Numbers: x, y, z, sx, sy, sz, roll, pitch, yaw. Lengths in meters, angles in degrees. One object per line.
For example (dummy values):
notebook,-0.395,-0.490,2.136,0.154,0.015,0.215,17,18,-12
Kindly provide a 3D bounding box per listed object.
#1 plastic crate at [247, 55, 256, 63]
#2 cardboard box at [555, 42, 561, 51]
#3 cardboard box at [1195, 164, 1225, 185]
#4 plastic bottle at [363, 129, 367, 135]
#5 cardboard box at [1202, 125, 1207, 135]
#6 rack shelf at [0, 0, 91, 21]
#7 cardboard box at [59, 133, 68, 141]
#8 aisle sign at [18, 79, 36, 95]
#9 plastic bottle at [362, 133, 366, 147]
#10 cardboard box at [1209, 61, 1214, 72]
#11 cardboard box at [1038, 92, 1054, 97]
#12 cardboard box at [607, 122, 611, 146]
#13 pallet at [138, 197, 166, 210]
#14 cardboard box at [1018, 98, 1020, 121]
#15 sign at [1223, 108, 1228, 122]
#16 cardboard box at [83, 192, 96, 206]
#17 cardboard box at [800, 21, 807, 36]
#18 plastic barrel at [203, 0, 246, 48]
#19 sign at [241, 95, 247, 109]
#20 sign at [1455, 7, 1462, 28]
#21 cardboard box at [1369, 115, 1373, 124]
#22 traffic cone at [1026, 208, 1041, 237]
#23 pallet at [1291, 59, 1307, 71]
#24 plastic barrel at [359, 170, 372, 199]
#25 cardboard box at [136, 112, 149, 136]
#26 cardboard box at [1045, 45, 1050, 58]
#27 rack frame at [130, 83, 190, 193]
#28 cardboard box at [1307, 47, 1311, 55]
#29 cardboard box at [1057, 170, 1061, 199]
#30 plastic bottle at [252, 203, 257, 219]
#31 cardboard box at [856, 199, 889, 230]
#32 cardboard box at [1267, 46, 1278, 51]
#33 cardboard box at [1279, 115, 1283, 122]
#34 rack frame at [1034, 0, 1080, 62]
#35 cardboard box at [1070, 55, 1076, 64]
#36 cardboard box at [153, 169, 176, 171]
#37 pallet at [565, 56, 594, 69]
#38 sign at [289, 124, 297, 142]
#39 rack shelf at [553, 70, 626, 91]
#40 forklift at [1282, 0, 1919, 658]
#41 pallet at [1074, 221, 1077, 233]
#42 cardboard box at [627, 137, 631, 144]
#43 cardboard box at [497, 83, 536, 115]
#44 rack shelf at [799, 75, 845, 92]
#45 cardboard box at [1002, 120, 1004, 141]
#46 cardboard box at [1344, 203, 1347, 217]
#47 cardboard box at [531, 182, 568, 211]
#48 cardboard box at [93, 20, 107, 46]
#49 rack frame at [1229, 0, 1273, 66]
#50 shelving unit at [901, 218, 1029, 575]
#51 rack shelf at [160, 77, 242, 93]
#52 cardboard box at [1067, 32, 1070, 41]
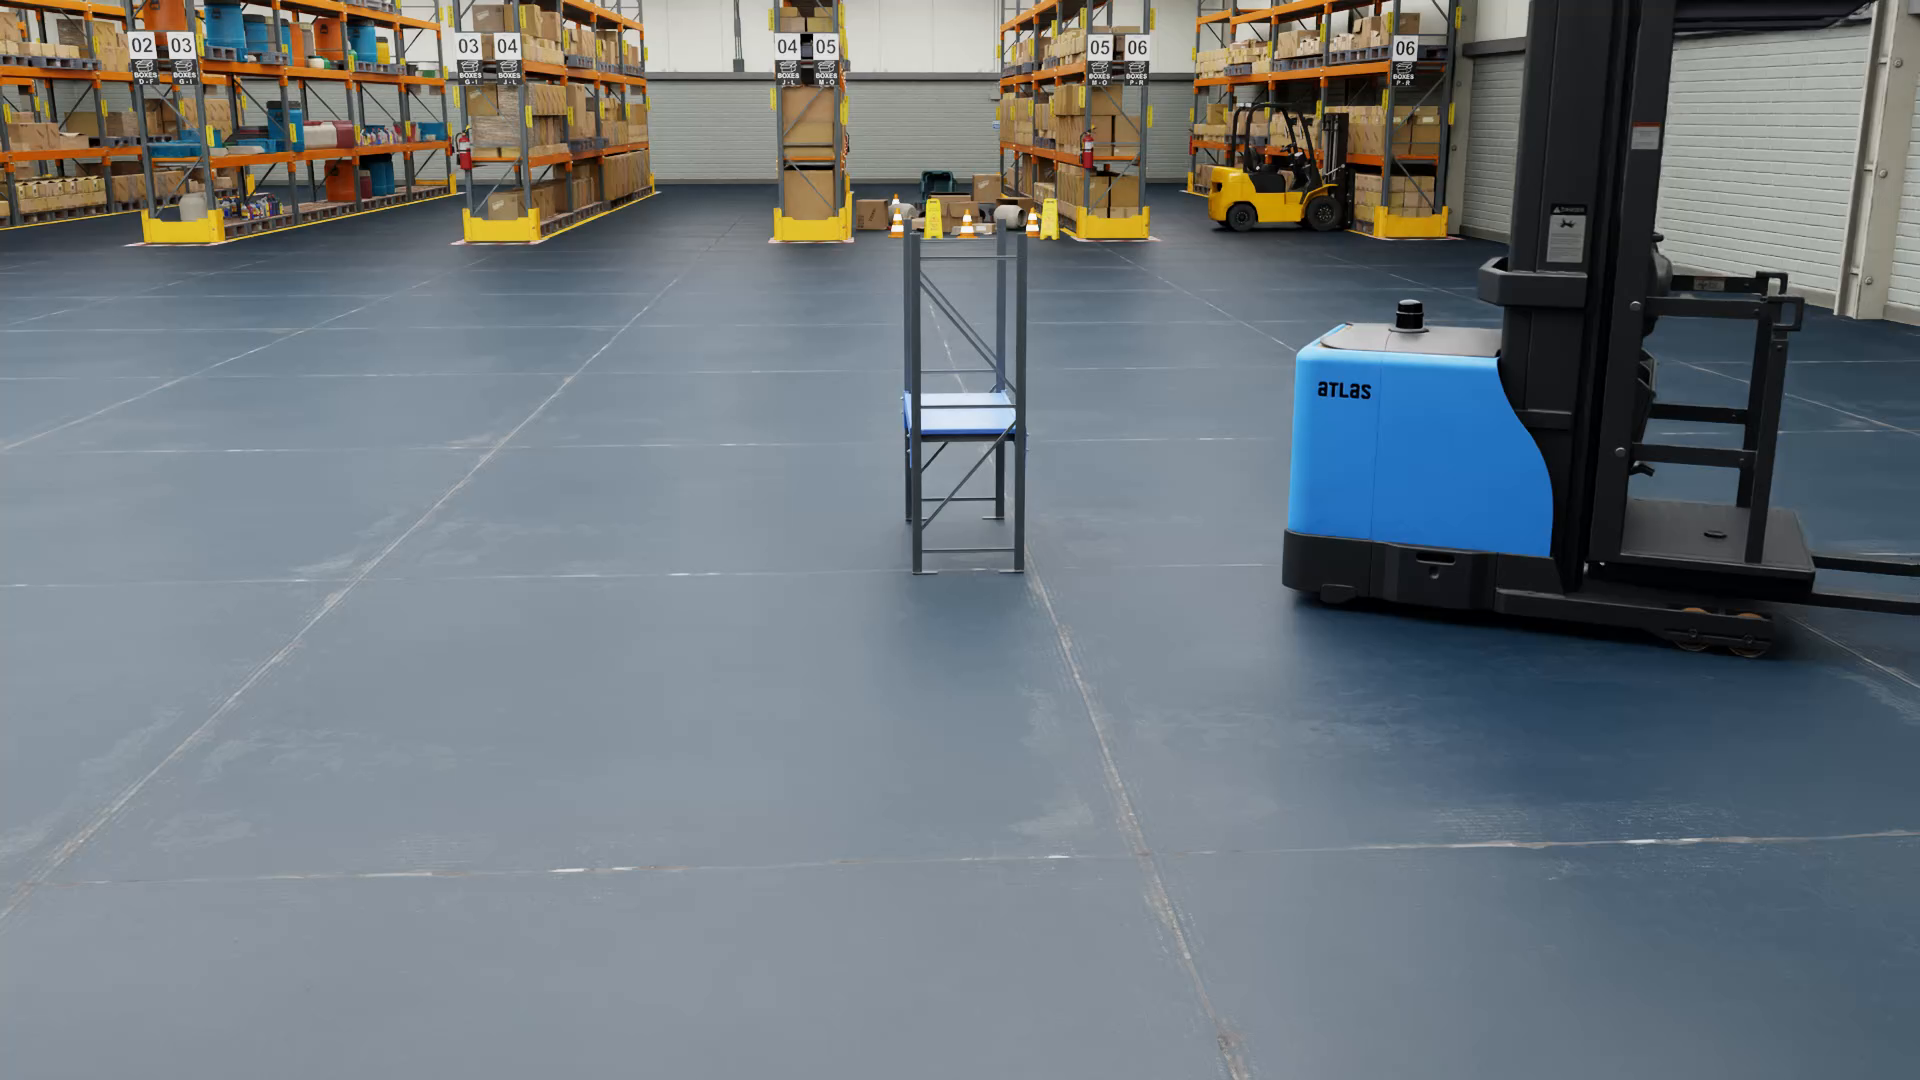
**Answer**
plastic crate,-12.058,-8.123,28.088,0.243,0.136,0.396,-1,14,-3
cardboard box,-7.309,-8.765,29.552,0.380,0.149,0.250,0,14,-2
cardboard box,6.427,-9.324,42.411,0.797,0.503,0.637,-1,15,-6
plastic bottle,-12.748,-8.624,35.623,0.144,0.351,0.185,-1,14,-3
cardboard box,6.309,-10.186,41.299,0.500,0.250,0.500,-1,14,-4
rack shelf,-17.629,-9.976,30.988,1.077,0.370,4.000,-1,14,-3
cardboard box,-17.891,-7.842,32.664,0.500,0.311,0.500,-1,14,-4
aisle sign,-22.897,-11.304,40.725,0.394,0.787,0.004,-1,14,-3
plastic bottle,-12.504,-8.391,34.855,0.061,0.283,0.133,-1,14,-3
cardboard box,6.365,-11.510,40.427,0.500,0.250,0.500,-1,14,-4
cardboard box,2.017,-10.340,38.684,0.380,0.149,0.250,-1,14,-4
cardboard box,-7.658,-8.564,35.092,0.500,0.500,0.500,-1,14,-5
pallet,-17.834,-7.249,35.777,1.003,0.211,1.213,-1,14,-3
cardboard box,1.577,-9.703,37.511,0.500,0.500,0.500,-1,14,-4
sign,6.191,-9.897,38.735,0.100,0.325,0.005,-1,14,-3
cardboard box,-17.441,-6.727,32.828,0.500,0.250,0.500,-1,14,-4
cardboard box,-2.752,-8.342,27.070,0.500,0.250,0.500,-1,14,-3
plastic barrel,-12.606,-8.841,28.499,0.600,0.901,0.708,-1,14,-3
sign,-17.693,-10.818,41.092,0.100,0.325,0.005,-1,14,-3
sign,8.030,-8.425,26.818,0.100,0.325,0.005,-1,14,-3
cardboard box,7.170,-7.138,28.248,0.380,0.149,0.250,-1,14,-4
traffic cone,1.207,-5.284,27.636,0.336,0.463,0.334,-1,14,-3
pallet,7.183,-9.409,32.934,1.003,0.211,1.213,0,14,-1
plastic barrel,-12.926,-7.624,35.634,0.600,0.588,0.708,-1,14,-3
cardboard box,-17.830,-8.919,35.627,0.700,0.500,0.500,-5,15,-18
cardboard box,2.074,-9.681,33.412,0.700,0.500,0.500,-1,14,-3
rack frame,-18.001,-9.105,37.396,1.000,3.000,0.127,-1,14,-3
cardboard box,6.856,-9.350,31.787,0.380,0.149,0.250,-1,14,-4
cardboard box,2.041,-6.505,30.459,0.500,0.500,0.500,0,14,-1
plastic bottle,-12.142,-5.654,28.574,0.097,0.271,0.097,0,14,0
cardboard box,-1.540,-5.740,29.326,0.500,0.500,0.500,2,15,6
cardboard box,6.663,-10.291,34.889,0.380,0.149,0.250,0,14,-2
cardboard box,6.765,-8.642,34.092,0.380,0.149,0.250,0,14,-2
rack frame,2.026,-11.321,33.967,1.000,3.000,0.127,-1,14,-3
cardboard box,2.080,-8.223,28.449,0.380,0.149,0.250,-1,14,-4
cardboard box,-18.319,-8.245,38.186,0.500,0.500,0.500,-1,14,-3
pallet,-7.617,-9.043,31.509,1.213,0.211,1.003,-1,14,-3
sign,-12.011,-7.331,29.944,0.100,0.325,0.005,-1,14,-3
rack shelf,-7.989,-9.864,35.769,1.077,0.370,4.000,-1,14,-3
forklift,2.925,-1.125,6.516,3.031,2.935,1.130,6,16,22
pallet,2.502,-5.297,28.190,1.003,0.211,1.213,-1,14,-3
cardboard box,-7.799,-9.214,38.324,0.380,0.149,0.250,-1,14,-3
cardboard box,-7.132,-7.091,26.761,0.500,0.500,0.500,-1,14,-3
rack shelf,-3.033,-9.916,35.969,1.077,0.370,4.000,-1,14,-3
cardboard box,1.332,-10.204,41.467,0.500,0.500,0.500,-1,14,-4
cardboard box,7.033,-5.864,29.475,0.500,0.250,0.500,0,14,-2
cardboard box,-7.634,-6.423,31.105,0.700,0.500,0.500,-2,15,-8
cardboard box,-17.805,-10.331,33.934,0.500,0.500,0.500,-1,14,-3
rack frame,6.732,-12.393,38.135,1.000,3.000,0.127,-1,14,-3
shelving unit,0.005,-0.705,7.757,0.538,1.500,1.048,-1,14,-3
rack shelf,-18.125,-10.707,39.045,1.077,0.370,4.000,-1,14,-3
cardboard box,2.075,-8.798,29.085,0.380,0.149,0.250,-1,14,-5
